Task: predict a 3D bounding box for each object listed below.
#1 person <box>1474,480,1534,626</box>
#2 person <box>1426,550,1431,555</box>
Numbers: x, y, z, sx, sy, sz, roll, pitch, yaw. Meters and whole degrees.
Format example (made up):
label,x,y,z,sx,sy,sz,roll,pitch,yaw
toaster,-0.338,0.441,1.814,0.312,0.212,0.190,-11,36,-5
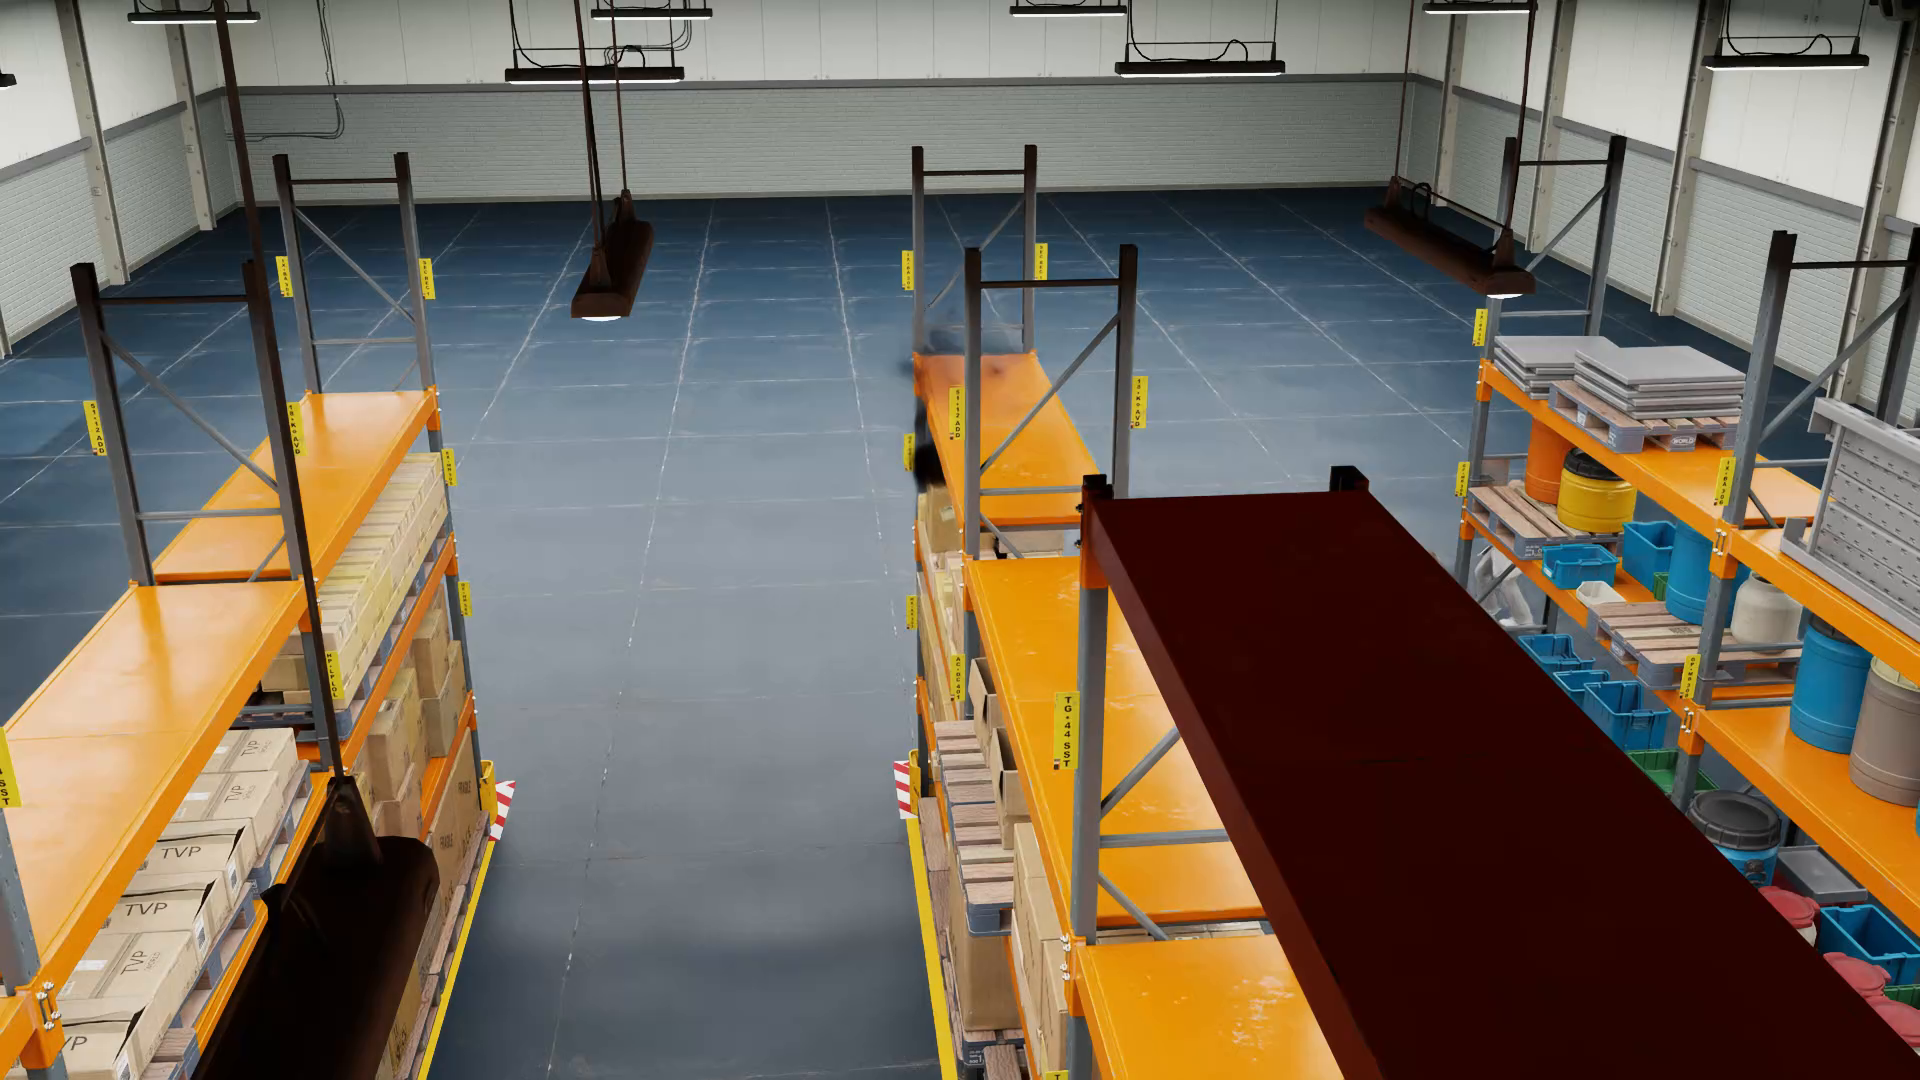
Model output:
label,x,y,z,sx,sy,sz,roll,pitch,yaw
person,6.155,0.187,18.784,0.819,1.845,0.673,7,23,18
person,4.737,0.833,17.309,0.843,1.611,0.543,11,24,25
